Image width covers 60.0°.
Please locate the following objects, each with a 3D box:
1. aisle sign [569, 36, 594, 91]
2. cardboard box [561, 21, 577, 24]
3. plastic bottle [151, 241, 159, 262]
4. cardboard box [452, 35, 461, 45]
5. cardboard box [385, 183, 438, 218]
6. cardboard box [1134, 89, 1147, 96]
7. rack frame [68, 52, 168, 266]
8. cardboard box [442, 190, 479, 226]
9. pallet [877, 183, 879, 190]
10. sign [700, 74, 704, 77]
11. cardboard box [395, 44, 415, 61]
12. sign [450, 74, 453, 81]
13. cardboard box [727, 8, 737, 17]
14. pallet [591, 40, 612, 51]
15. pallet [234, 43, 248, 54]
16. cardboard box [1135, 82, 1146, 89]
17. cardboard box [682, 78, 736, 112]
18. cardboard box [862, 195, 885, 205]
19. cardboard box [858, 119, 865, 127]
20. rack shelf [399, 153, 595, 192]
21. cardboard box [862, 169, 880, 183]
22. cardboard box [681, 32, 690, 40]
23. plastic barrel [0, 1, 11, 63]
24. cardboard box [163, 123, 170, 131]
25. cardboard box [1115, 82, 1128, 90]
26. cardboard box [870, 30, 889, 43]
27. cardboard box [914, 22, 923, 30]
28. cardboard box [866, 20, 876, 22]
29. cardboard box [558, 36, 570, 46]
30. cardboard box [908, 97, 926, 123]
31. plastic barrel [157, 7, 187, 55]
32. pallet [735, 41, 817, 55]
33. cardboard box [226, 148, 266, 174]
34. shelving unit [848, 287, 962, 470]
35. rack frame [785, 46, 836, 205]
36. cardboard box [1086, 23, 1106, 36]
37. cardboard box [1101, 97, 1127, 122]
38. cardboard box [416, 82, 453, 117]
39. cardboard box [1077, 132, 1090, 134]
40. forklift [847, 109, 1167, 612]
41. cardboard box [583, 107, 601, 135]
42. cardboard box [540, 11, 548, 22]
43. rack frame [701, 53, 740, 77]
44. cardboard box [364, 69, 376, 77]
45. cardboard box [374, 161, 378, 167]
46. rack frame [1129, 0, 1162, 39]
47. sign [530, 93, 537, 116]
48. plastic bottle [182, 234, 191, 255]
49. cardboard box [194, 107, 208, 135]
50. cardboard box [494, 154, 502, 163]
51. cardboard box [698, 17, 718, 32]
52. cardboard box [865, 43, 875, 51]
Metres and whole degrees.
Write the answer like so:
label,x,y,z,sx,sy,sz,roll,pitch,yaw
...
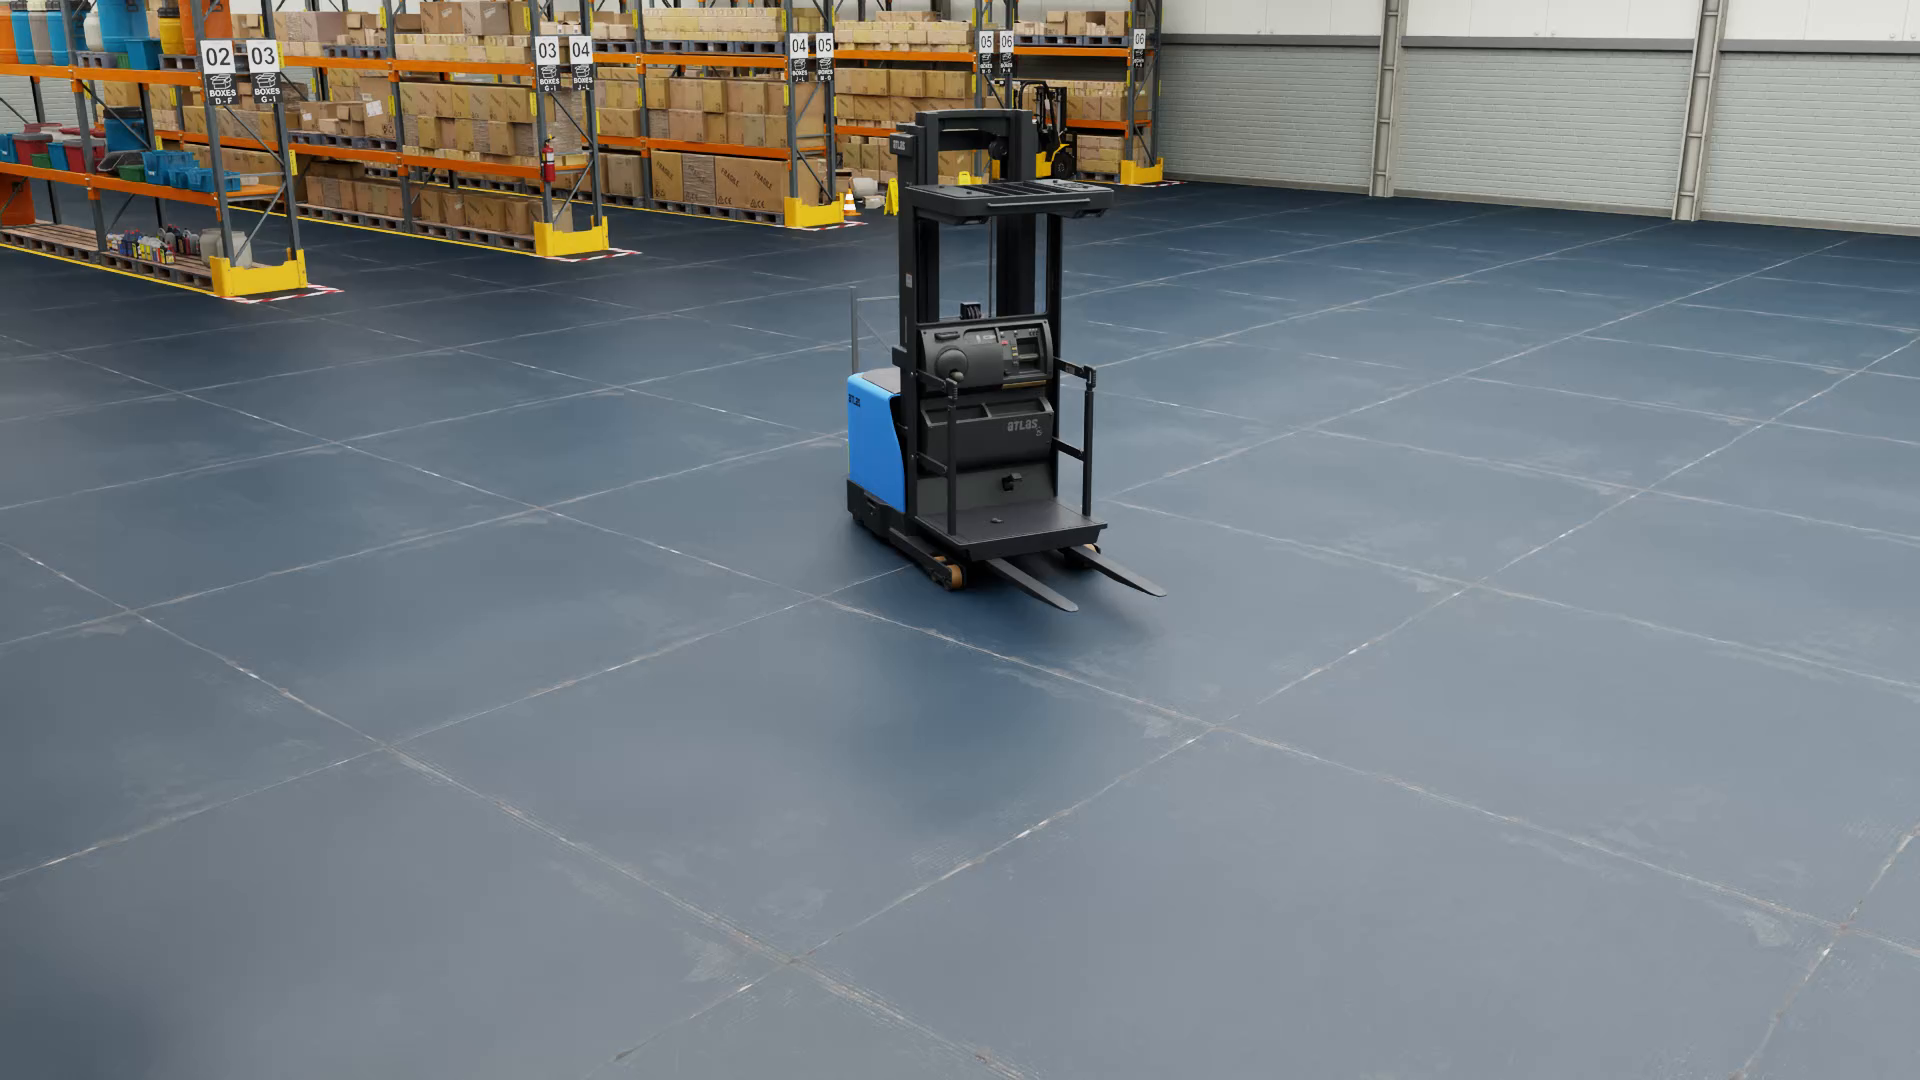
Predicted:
label,x,y,z,sx,sy,sz,roll,pitch,yaw
aisle sign,-5.684,-7.164,25.001,0.004,0.787,0.394,15,23,39
cardboard box,-7.565,-10.070,32.787,0.500,0.311,0.500,15,23,39
plastic bottle,-11.156,-4.014,23.150,0.135,0.276,0.152,14,22,38
cardboard box,-7.667,-7.788,25.897,0.250,0.149,0.380,16,23,41
cardboard box,-9.367,-5.819,28.466,0.500,0.500,0.700,13,22,35
cardboard box,3.859,-9.719,36.112,0.250,0.149,0.380,14,23,38
rack frame,-12.209,-5.552,24.219,0.127,3.000,1.000,15,23,39
cardboard box,-8.215,-5.478,27.426,0.500,0.500,0.500,-10,20,-28
pallet,-1.818,-7.458,34.837,1.213,0.211,1.003,15,23,39
sign,-5.701,-10.143,36.773,0.005,0.325,0.100,15,23,39
cardboard box,-8.755,-7.882,26.852,0.500,0.250,0.500,14,22,37
sign,-11.172,-10.059,36.506,0.005,0.325,0.100,15,23,39
cardboard box,-3.797,-9.104,28.691,0.250,0.149,0.380,15,23,39
pallet,-7.190,-9.576,32.253,1.213,0.211,1.003,16,24,42
pallet,-12.430,-8.932,30.225,1.003,0.211,1.213,16,24,42
cardboard box,3.831,-9.849,36.032,0.250,0.149,0.380,14,23,38
cardboard box,-4.499,-8.055,30.074,0.550,0.550,0.875,15,23,39
cardboard box,-1.672,-6.558,32.104,0.380,0.149,0.250,-6,18,-18
cardboard box,-1.879,-8.573,34.156,0.250,0.149,0.380,15,23,39
rack shelf,-7.426,-5.928,26.594,4.000,0.370,1.077,15,23,39
cardboard box,-1.675,-7.520,34.272,0.500,0.250,0.500,17,24,42
cardboard box,-4.745,-8.978,29.613,0.250,0.149,0.380,15,23,38
plastic barrel,-14.731,-7.809,25.546,0.600,0.901,0.600,0,18,0
cardboard box,-15.544,-8.198,32.972,0.250,0.149,0.380,16,23,40
cardboard box,3.532,-9.758,35.744,0.250,0.149,0.380,15,23,39
cardboard box,-1.438,-10.059,33.220,0.500,0.250,0.500,15,23,40
cardboard box,-0.683,-10.082,32.632,0.250,0.149,0.380,14,22,38
cardboard box,-2.135,-12.668,40.781,0.250,0.149,0.380,14,22,37
cardboard box,-5.982,-7.525,25.067,0.250,0.149,0.380,15,23,39
cardboard box,-0.684,-8.550,33.010,0.500,0.500,0.500,15,23,39
plastic barrel,-10.154,-6.668,21.774,0.600,0.588,0.600,0,18,0
pallet,-3.124,-8.505,28.713,1.213,0.211,1.003,15,23,39
cardboard box,-13.077,-6.987,31.560,0.875,0.875,1.225,15,23,39
shelving unit,-0.403,-1.144,12.812,0.587,1.500,1.083,-8,19,-25
rack frame,-2.562,-6.971,28.692,0.127,3.000,1.000,15,23,39
cardboard box,2.929,-10.997,35.782,0.258,0.266,0.396,15,23,39
cardboard box,3.398,-9.322,35.934,0.500,0.500,0.500,14,23,38
cardboard box,-8.379,-7.090,26.758,0.500,0.500,0.500,15,23,39
cardboard box,2.585,-9.047,37.432,0.500,0.250,0.500,14,23,38
forklift,0.275,-1.225,10.701,1.130,2.935,3.031,-8,19,-25
cardboard box,-6.877,-8.069,31.986,0.500,0.500,0.500,15,23,40
cardboard box,-9.911,-12.610,40.477,0.500,0.500,0.500,16,23,40
rack frame,-5.335,-9.717,37.346,0.127,3.000,1.000,15,23,39
cardboard box,-12.832,-10.288,36.834,0.500,0.500,0.500,16,23,41
cardboard box,-12.981,-8.499,37.524,0.250,0.149,0.380,16,23,40
rack frame,3.940,-12.094,34.918,0.127,3.000,1.000,15,23,39
sign,-6.313,-6.450,24.614,0.005,0.325,0.100,15,23,39
plastic bottle,-11.102,-4.241,23.854,0.133,0.283,0.061,15,23,39
cardboard box,-14.350,-8.077,32.010,0.500,0.500,0.500,15,23,39
cardboard box,-7.024,-5.962,25.928,0.250,0.149,0.380,15,23,39
cardboard box,-4.239,-9.057,29.202,0.500,0.250,0.500,15,23,40
cardboard box,-1.695,-9.957,33.557,0.250,0.149,0.380,16,24,41
